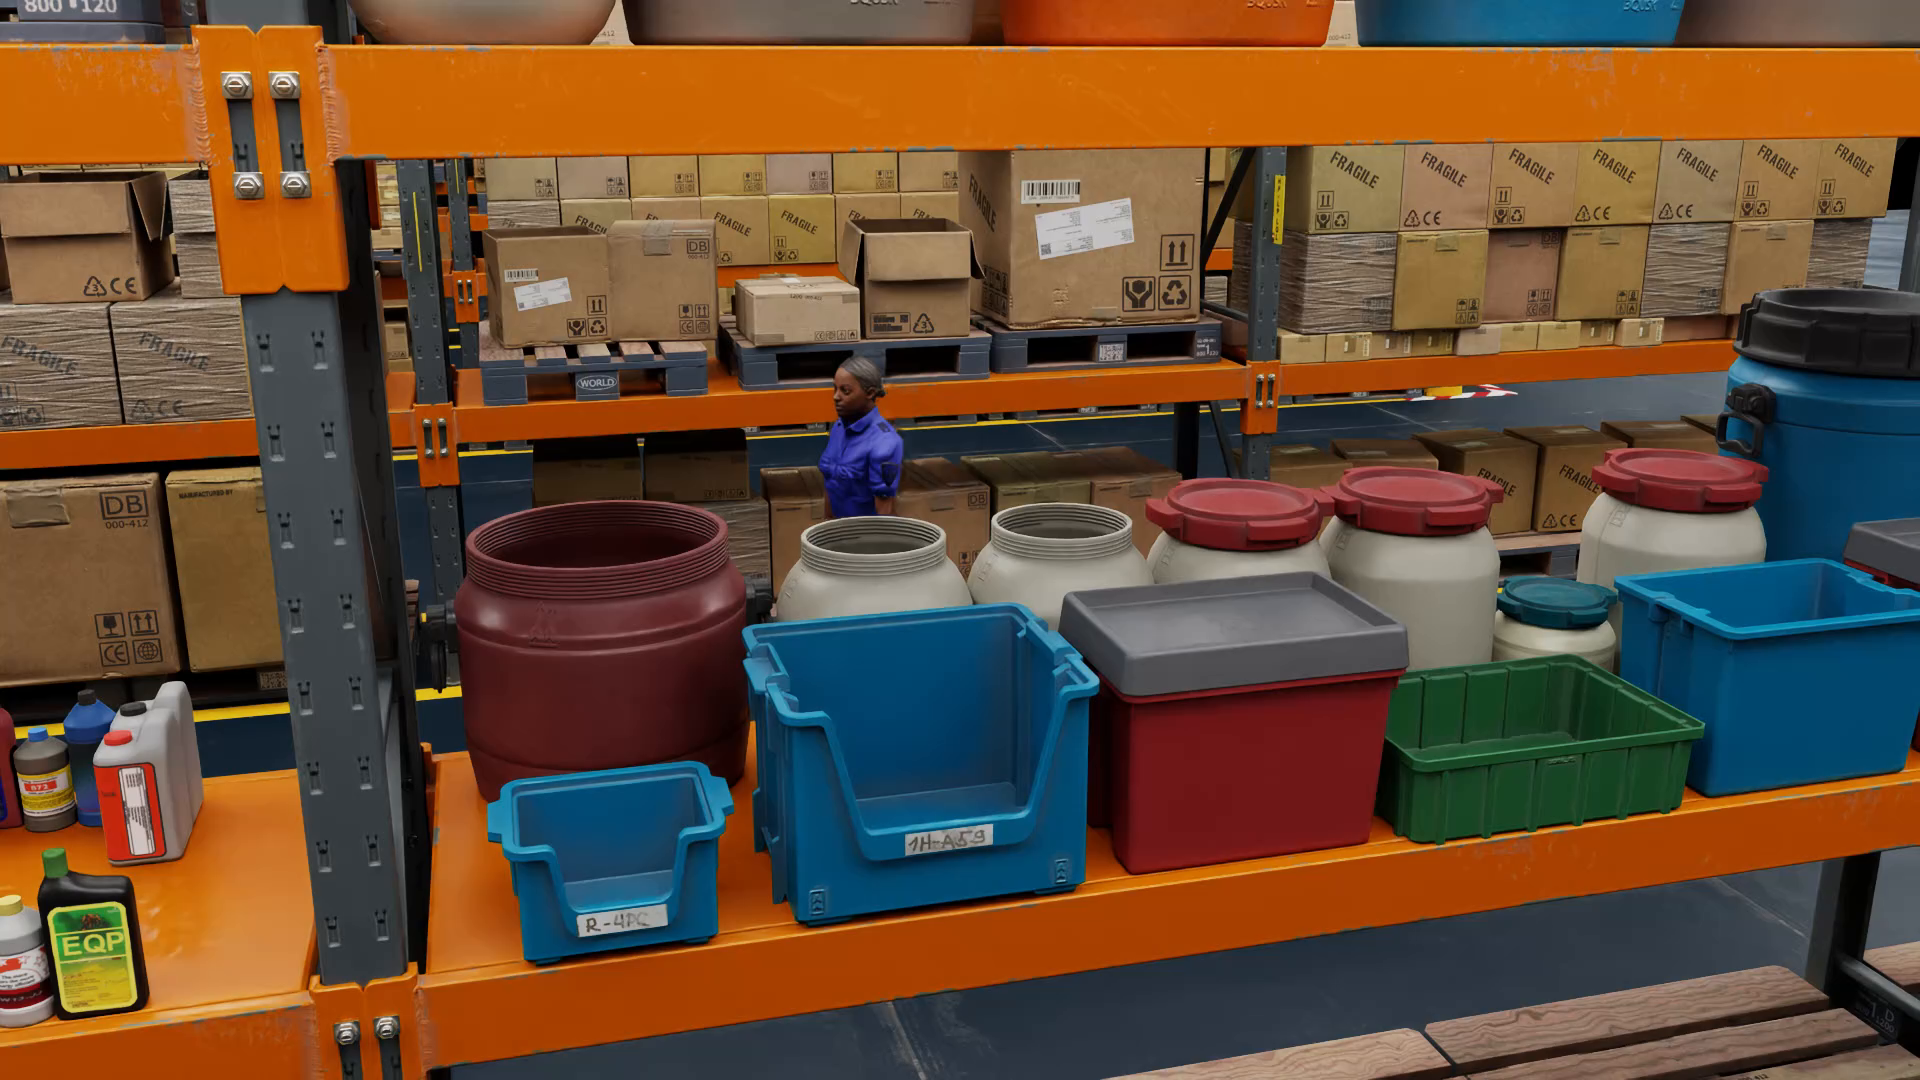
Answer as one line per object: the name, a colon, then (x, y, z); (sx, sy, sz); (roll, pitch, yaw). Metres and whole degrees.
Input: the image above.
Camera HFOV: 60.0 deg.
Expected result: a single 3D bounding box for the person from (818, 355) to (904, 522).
person: (-0.419, 0.018, 6.811); (0.414, 1.583, 0.563); (-12, 20, -35)
